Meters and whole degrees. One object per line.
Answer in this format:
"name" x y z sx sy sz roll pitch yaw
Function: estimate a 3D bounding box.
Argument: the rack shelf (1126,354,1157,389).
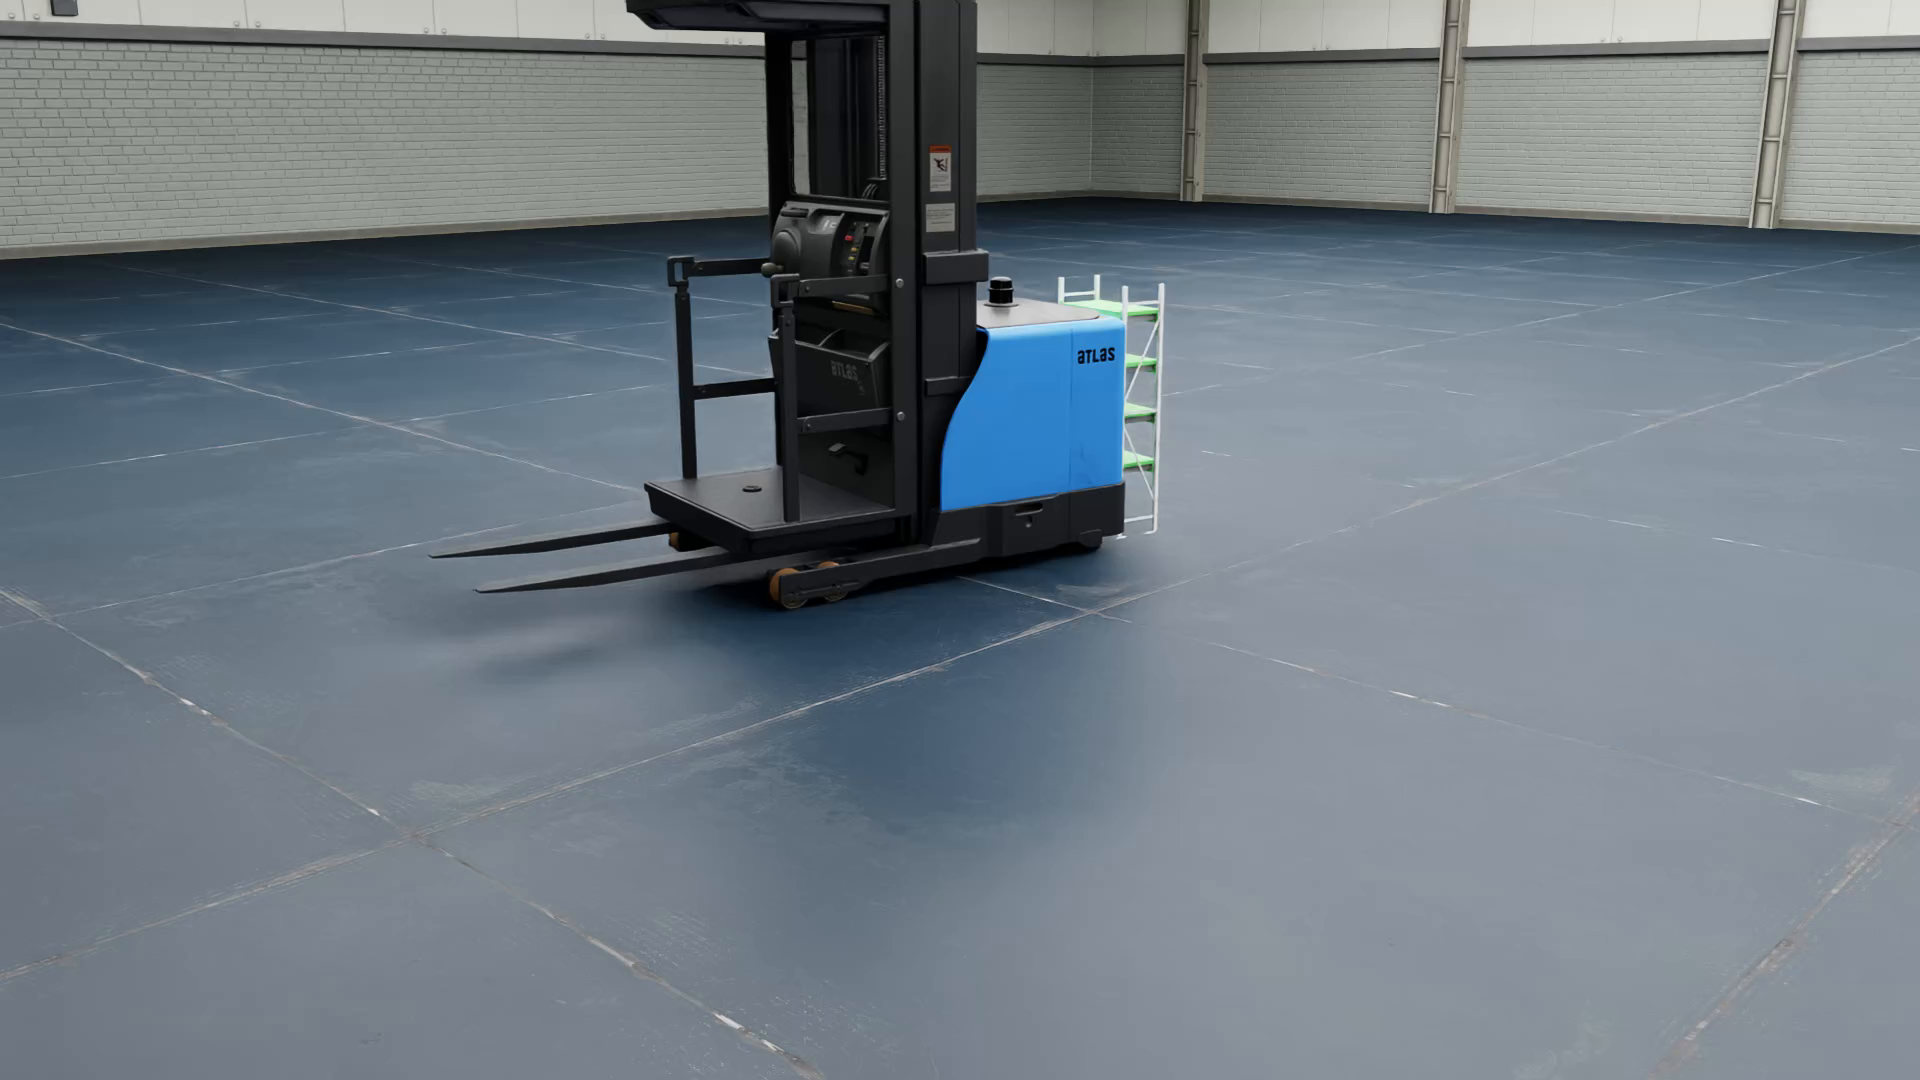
"rack shelf" 0.717 -0.824 8.017 0.258 0.148 0.480 -9 17 -32

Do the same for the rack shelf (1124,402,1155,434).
"rack shelf" 0.717 -0.592 8.077 0.258 0.148 0.480 -9 17 -32

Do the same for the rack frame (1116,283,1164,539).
"rack frame" 0.851 -0.602 7.864 0.240 1.200 0.015 -9 17 -32

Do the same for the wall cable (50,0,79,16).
"wall cable" -11.398 -10.184 22.427 0.169 6.003 2.305 14 20 42

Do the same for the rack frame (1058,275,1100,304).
"rack frame" 0.582 -0.705 8.258 0.240 1.200 0.015 -9 17 -32

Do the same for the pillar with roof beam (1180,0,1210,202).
"pillar with roof beam" 2.080 -10.999 32.297 0.400 9.000 9.100 14 20 42

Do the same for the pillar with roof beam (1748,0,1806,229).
"pillar with roof beam" 10.719 -8.899 24.237 0.400 9.000 9.100 14 20 42

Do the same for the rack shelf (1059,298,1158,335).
"rack shelf" 0.717 -1.056 7.956 0.258 0.148 0.480 -9 17 -32

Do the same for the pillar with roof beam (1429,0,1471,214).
"pillar with roof beam" 6.400 -9.949 28.267 0.400 9.000 9.100 14 20 42

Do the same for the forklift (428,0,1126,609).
"forklift" -0.740 -1.287 7.057 3.031 2.935 1.130 -9 17 -32

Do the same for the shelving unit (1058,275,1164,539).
"shelving unit" 0.717 -0.654 8.061 0.258 1.200 0.503 -9 17 -32

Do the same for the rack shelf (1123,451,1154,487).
"rack shelf" 0.717 -0.360 8.138 0.258 0.148 0.480 -9 17 -32
